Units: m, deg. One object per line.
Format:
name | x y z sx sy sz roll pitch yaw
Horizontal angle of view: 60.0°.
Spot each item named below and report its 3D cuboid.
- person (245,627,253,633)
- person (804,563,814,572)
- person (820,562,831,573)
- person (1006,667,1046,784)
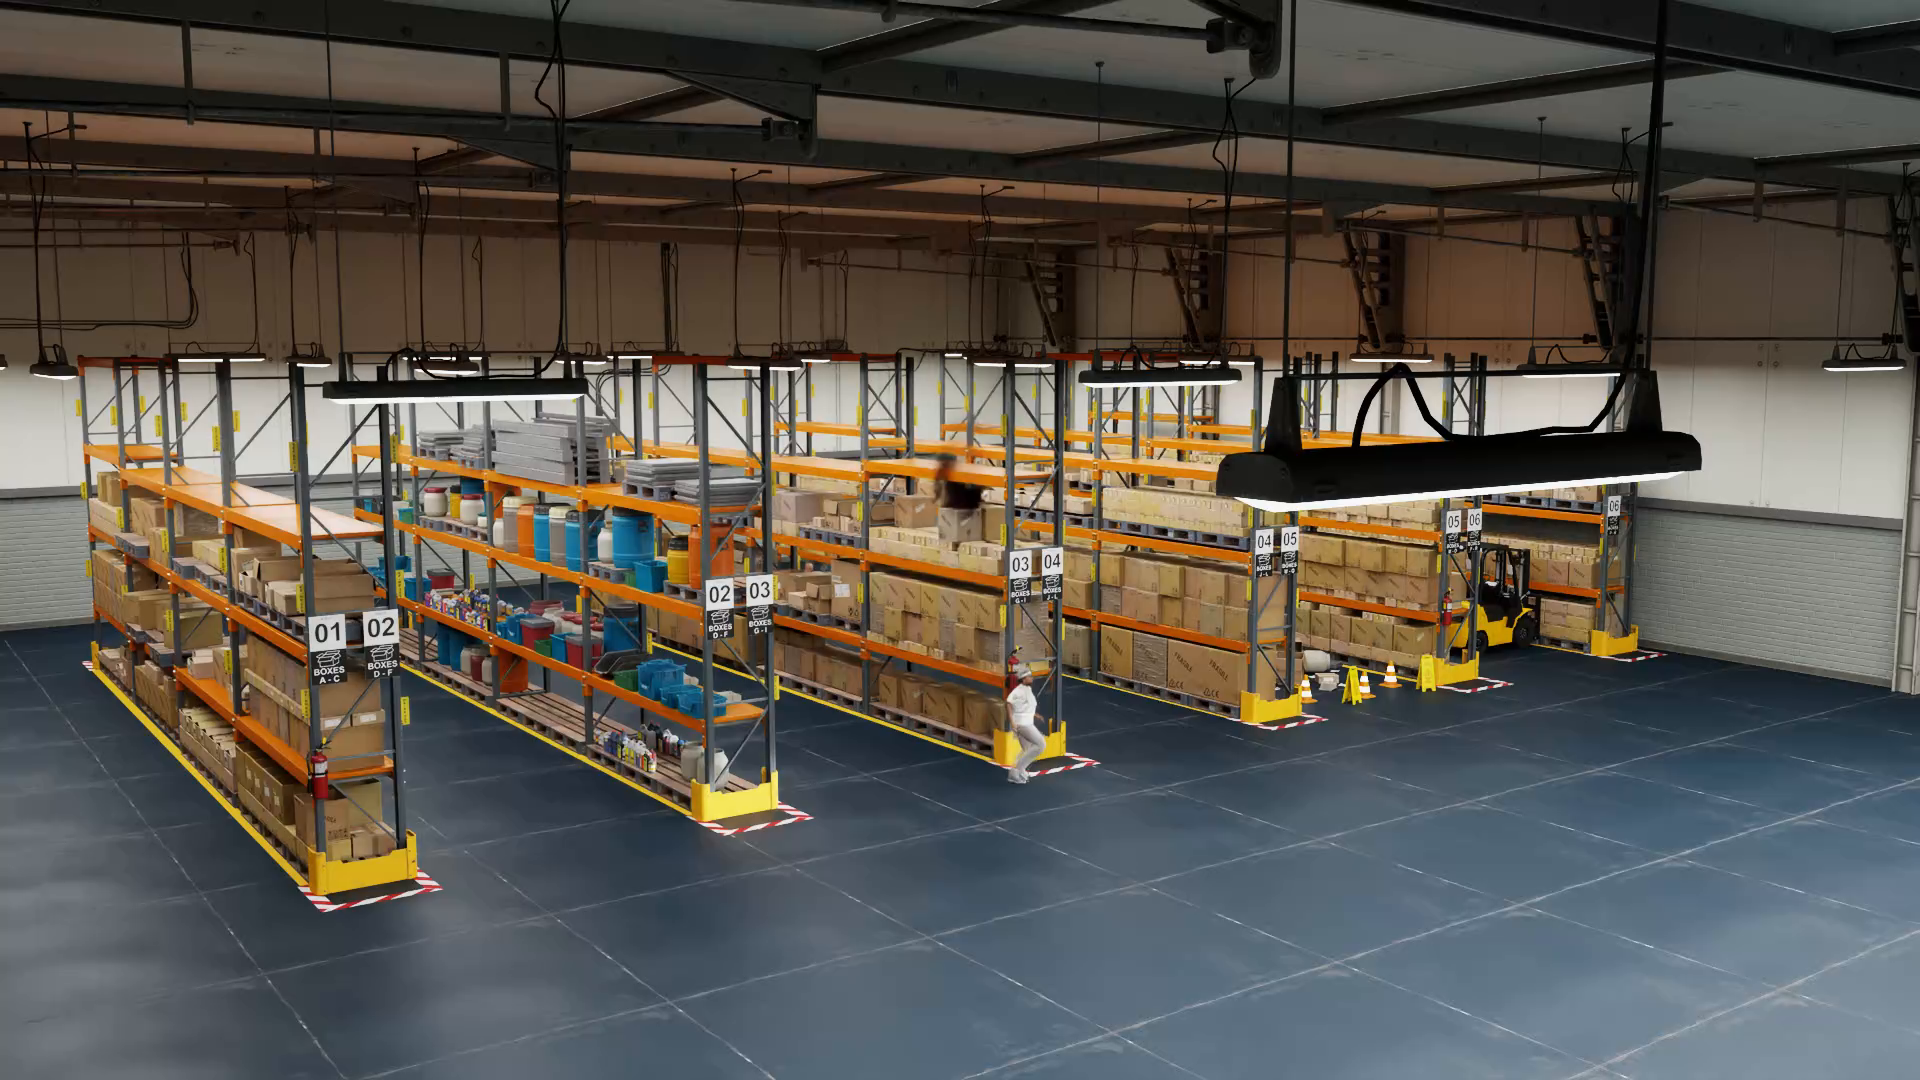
person | -13.569 1.659 31.981 0.548 1.607 0.559 6 9 41
person | -3.060 1.337 33.897 0.704 1.764 0.957 -6 9 -41
person | -3.359 0.445 41.909 0.654 1.671 0.660 4 8 28
person | 0.982 2.637 23.784 0.565 1.628 0.589 2 7 14
